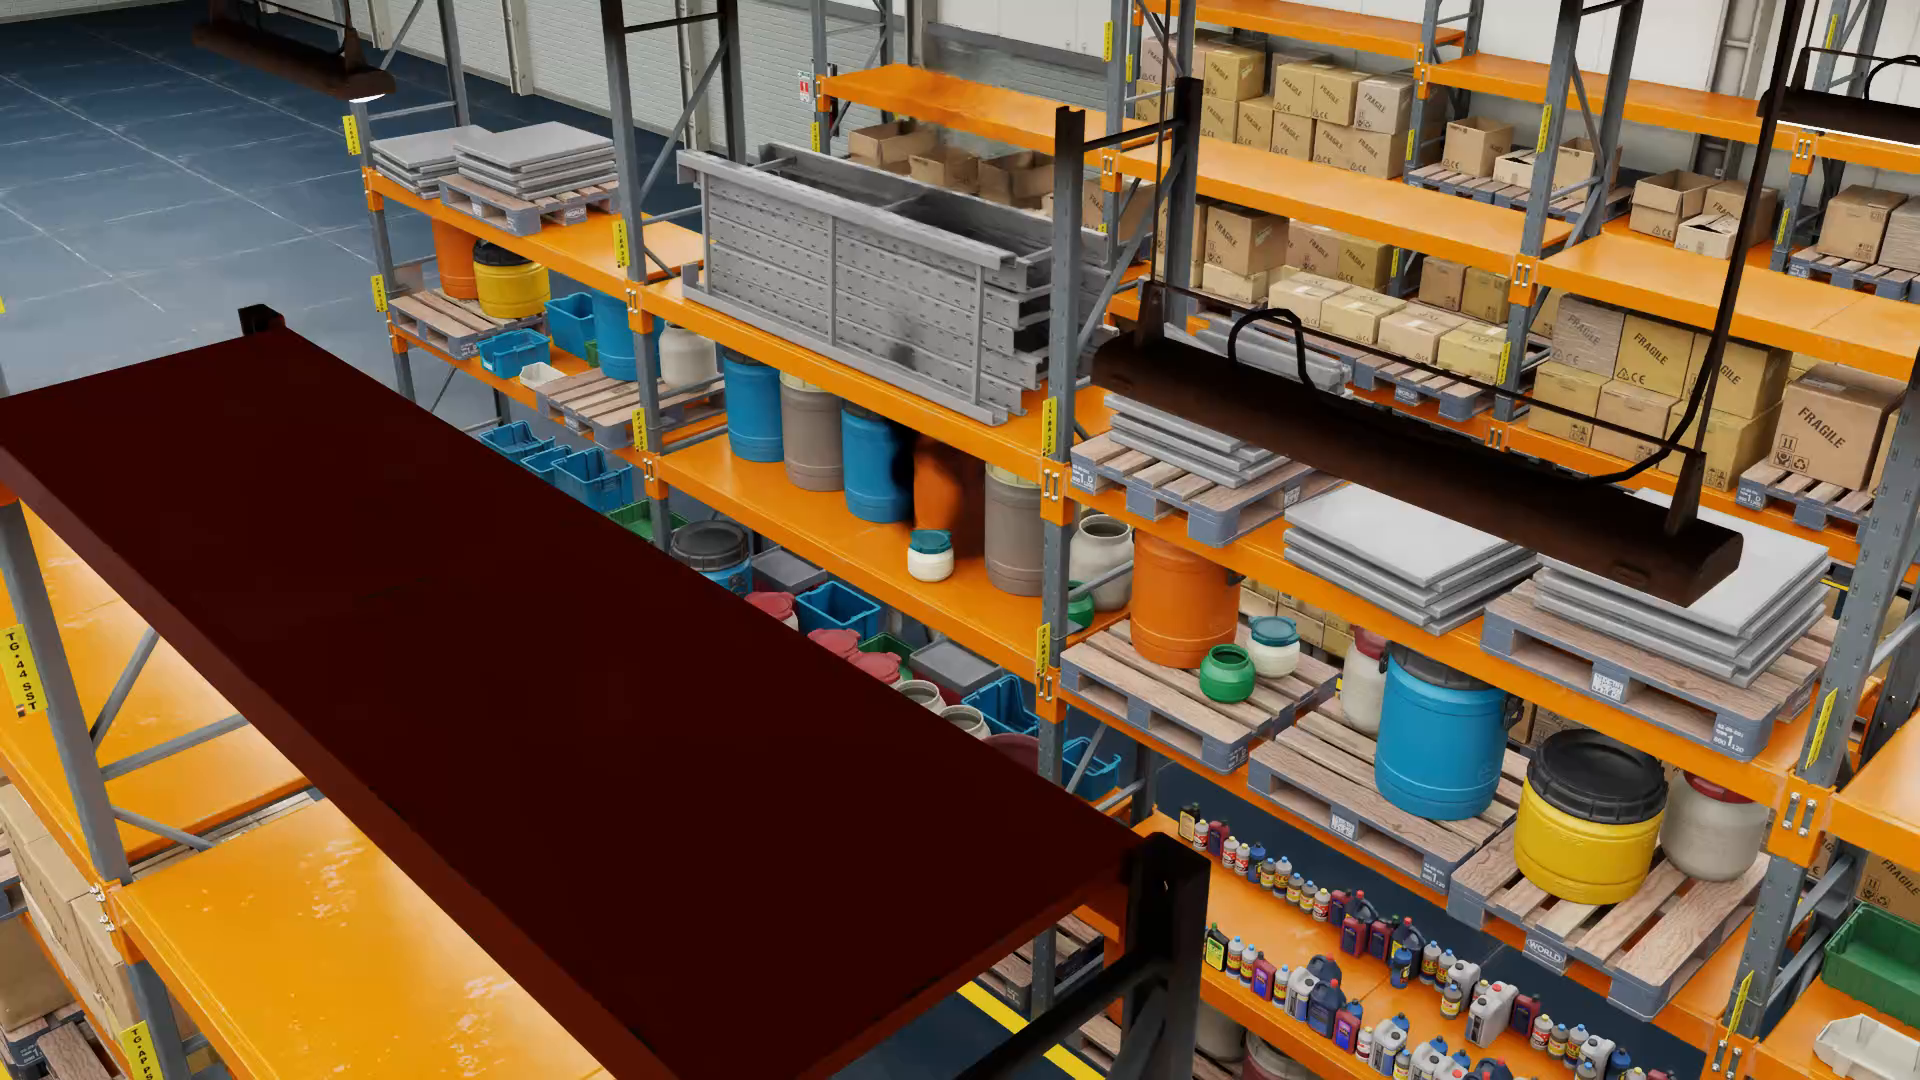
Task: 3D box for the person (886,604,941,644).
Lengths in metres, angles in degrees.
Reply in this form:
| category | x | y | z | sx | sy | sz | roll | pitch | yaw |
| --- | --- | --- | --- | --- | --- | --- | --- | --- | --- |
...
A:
| category | x | y | z | sx | sy | sz | roll | pitch | yaw |
| --- | --- | --- | --- | --- | --- | --- | --- | --- | --- |
| person | -0.421 | 0.307 | 13.893 | 0.596 | 1.761 | 0.740 | -24 | 37 | -38 |
